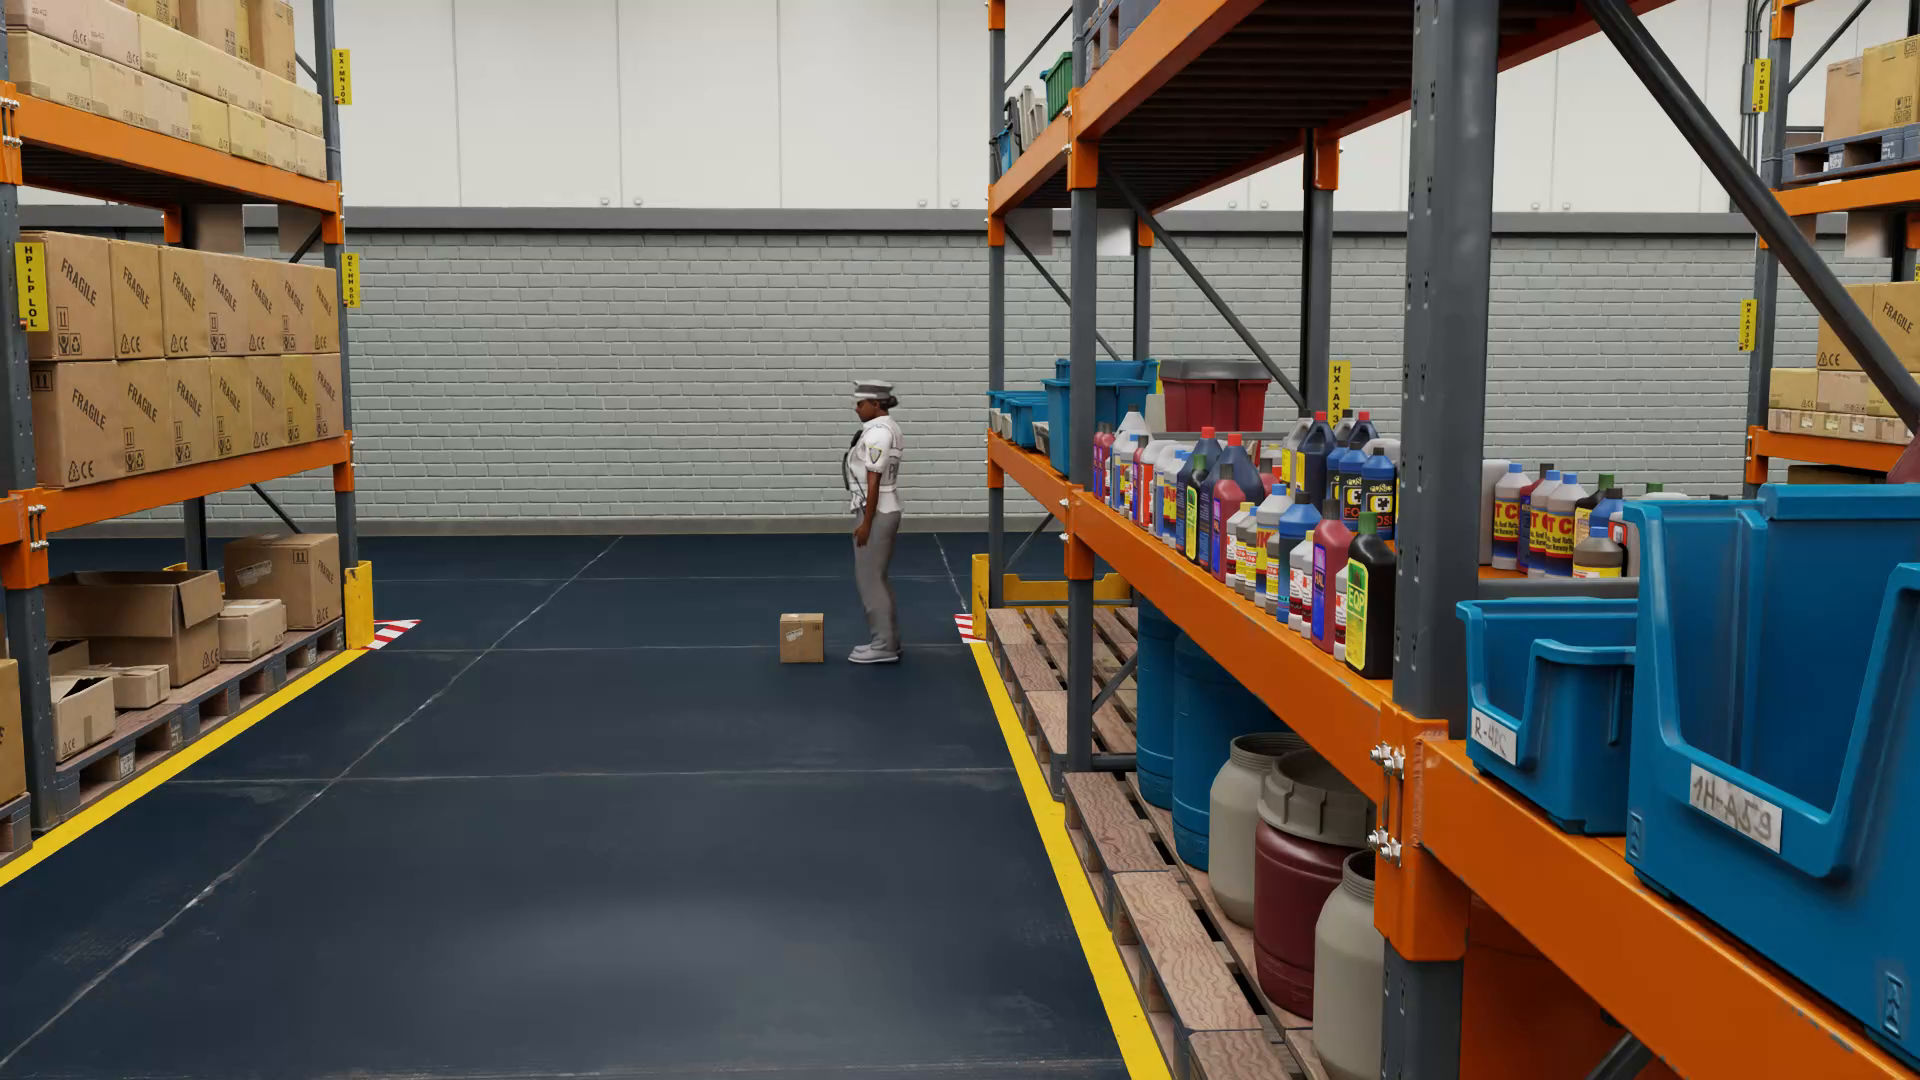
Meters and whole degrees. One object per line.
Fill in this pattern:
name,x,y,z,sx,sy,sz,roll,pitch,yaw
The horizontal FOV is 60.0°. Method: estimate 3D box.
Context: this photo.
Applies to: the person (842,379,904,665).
person,-0.503,-0.110,9.744,0.341,1.658,0.438,0,7,4
